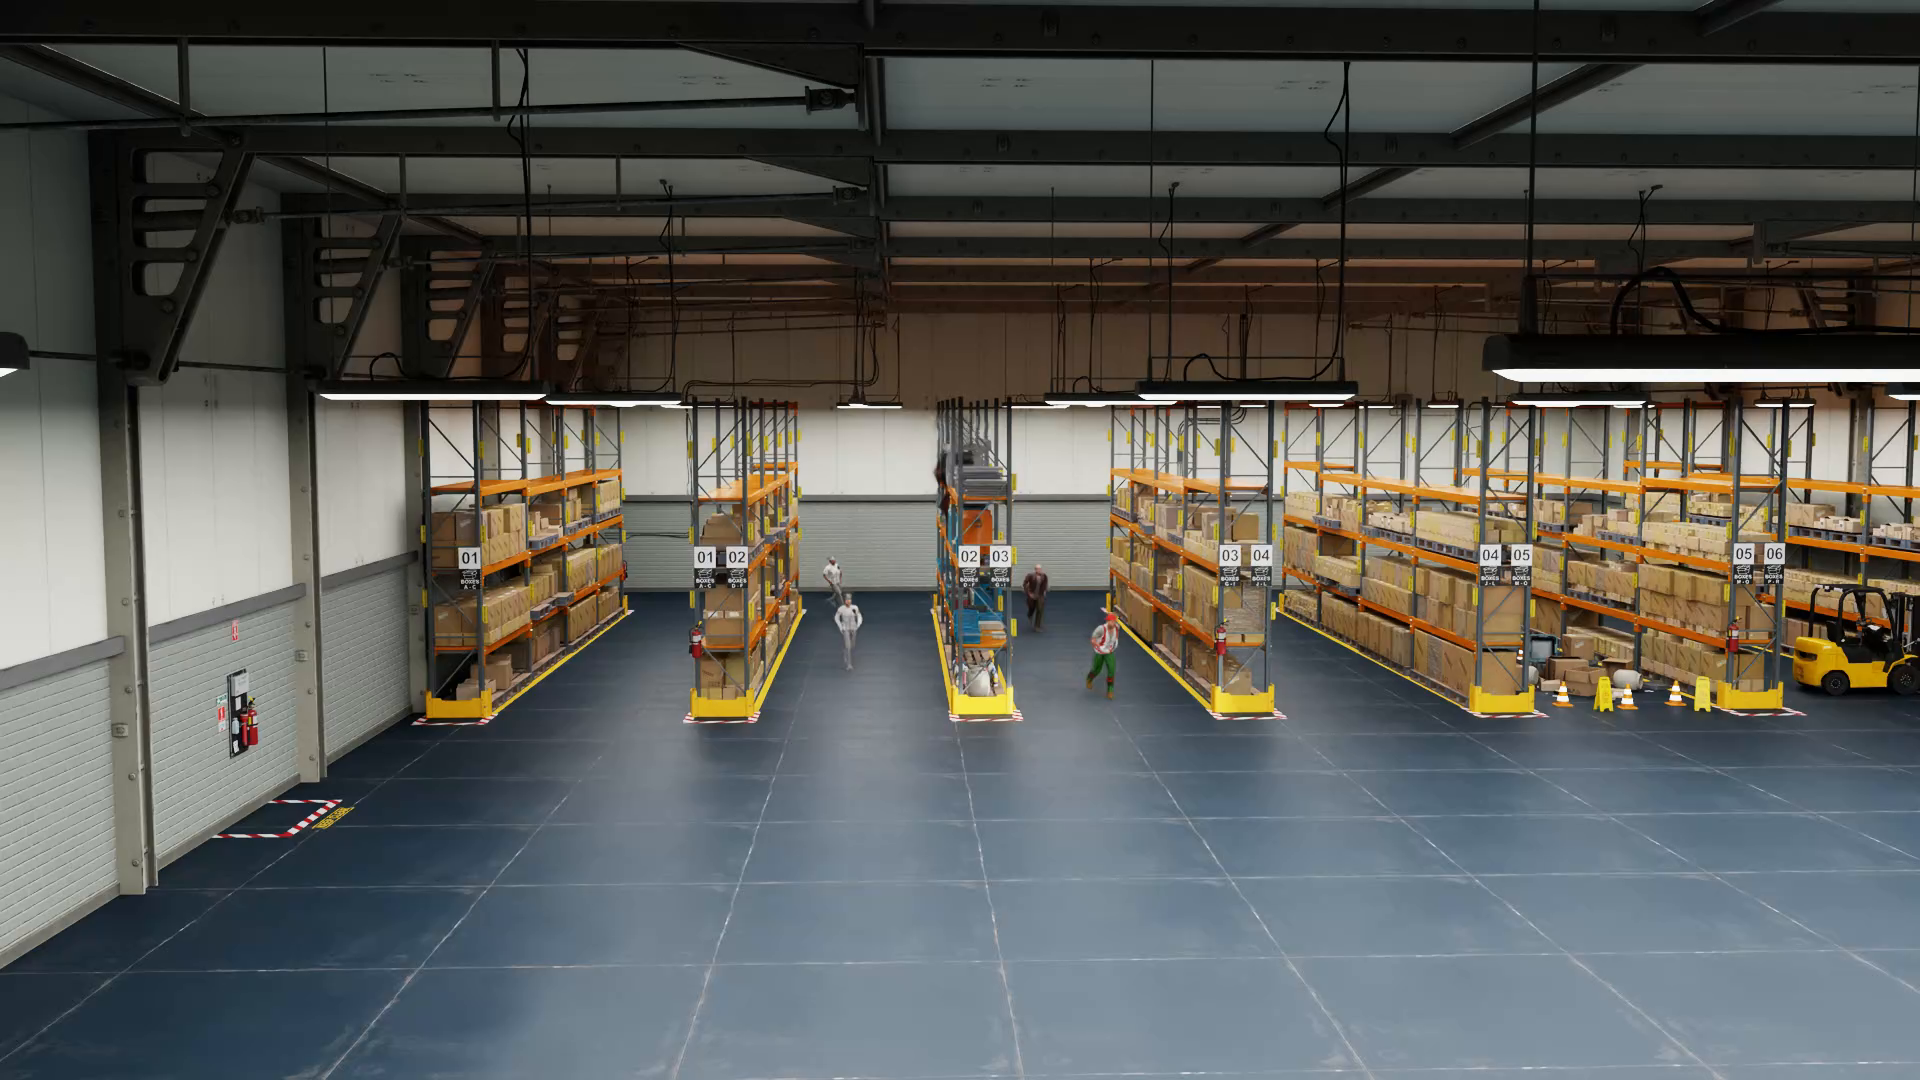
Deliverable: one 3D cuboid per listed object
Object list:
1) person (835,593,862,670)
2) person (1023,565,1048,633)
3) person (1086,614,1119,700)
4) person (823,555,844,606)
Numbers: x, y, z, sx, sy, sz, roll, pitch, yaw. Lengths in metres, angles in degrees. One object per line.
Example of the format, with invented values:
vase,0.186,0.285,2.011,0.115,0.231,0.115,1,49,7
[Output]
person,-2.496,2.024,37.201,0.615,1.708,0.680,-1,5,-14
person,1.972,1.511,43.519,0.715,1.778,1.089,-1,4,-11
person,2.859,2.304,33.491,0.698,1.729,1.061,-3,5,-30
person,-3.658,1.226,47.890,0.801,1.605,0.653,4,6,45
